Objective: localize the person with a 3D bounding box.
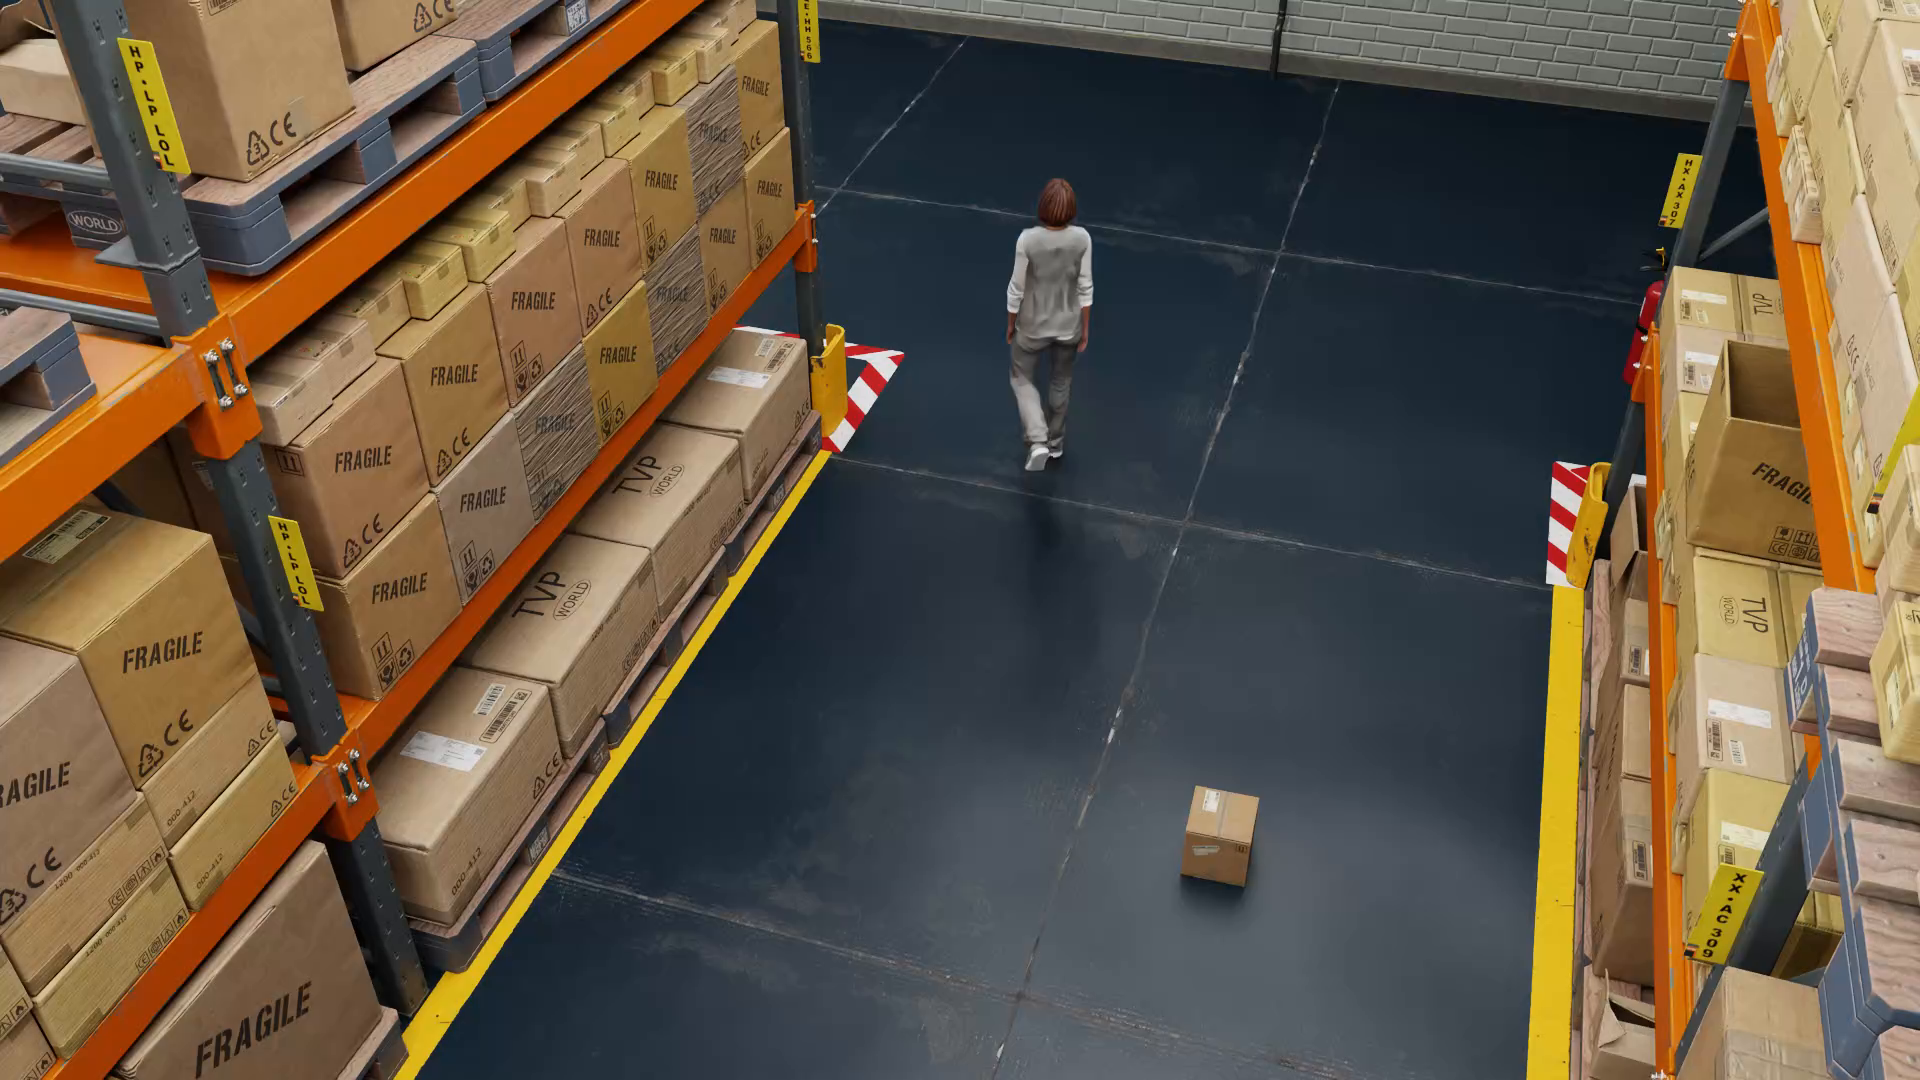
[{"bbox_3d":[0.444,-1.017,8.188,0.423,1.588,0.619,-4,38,-6],"label":"person"}]
